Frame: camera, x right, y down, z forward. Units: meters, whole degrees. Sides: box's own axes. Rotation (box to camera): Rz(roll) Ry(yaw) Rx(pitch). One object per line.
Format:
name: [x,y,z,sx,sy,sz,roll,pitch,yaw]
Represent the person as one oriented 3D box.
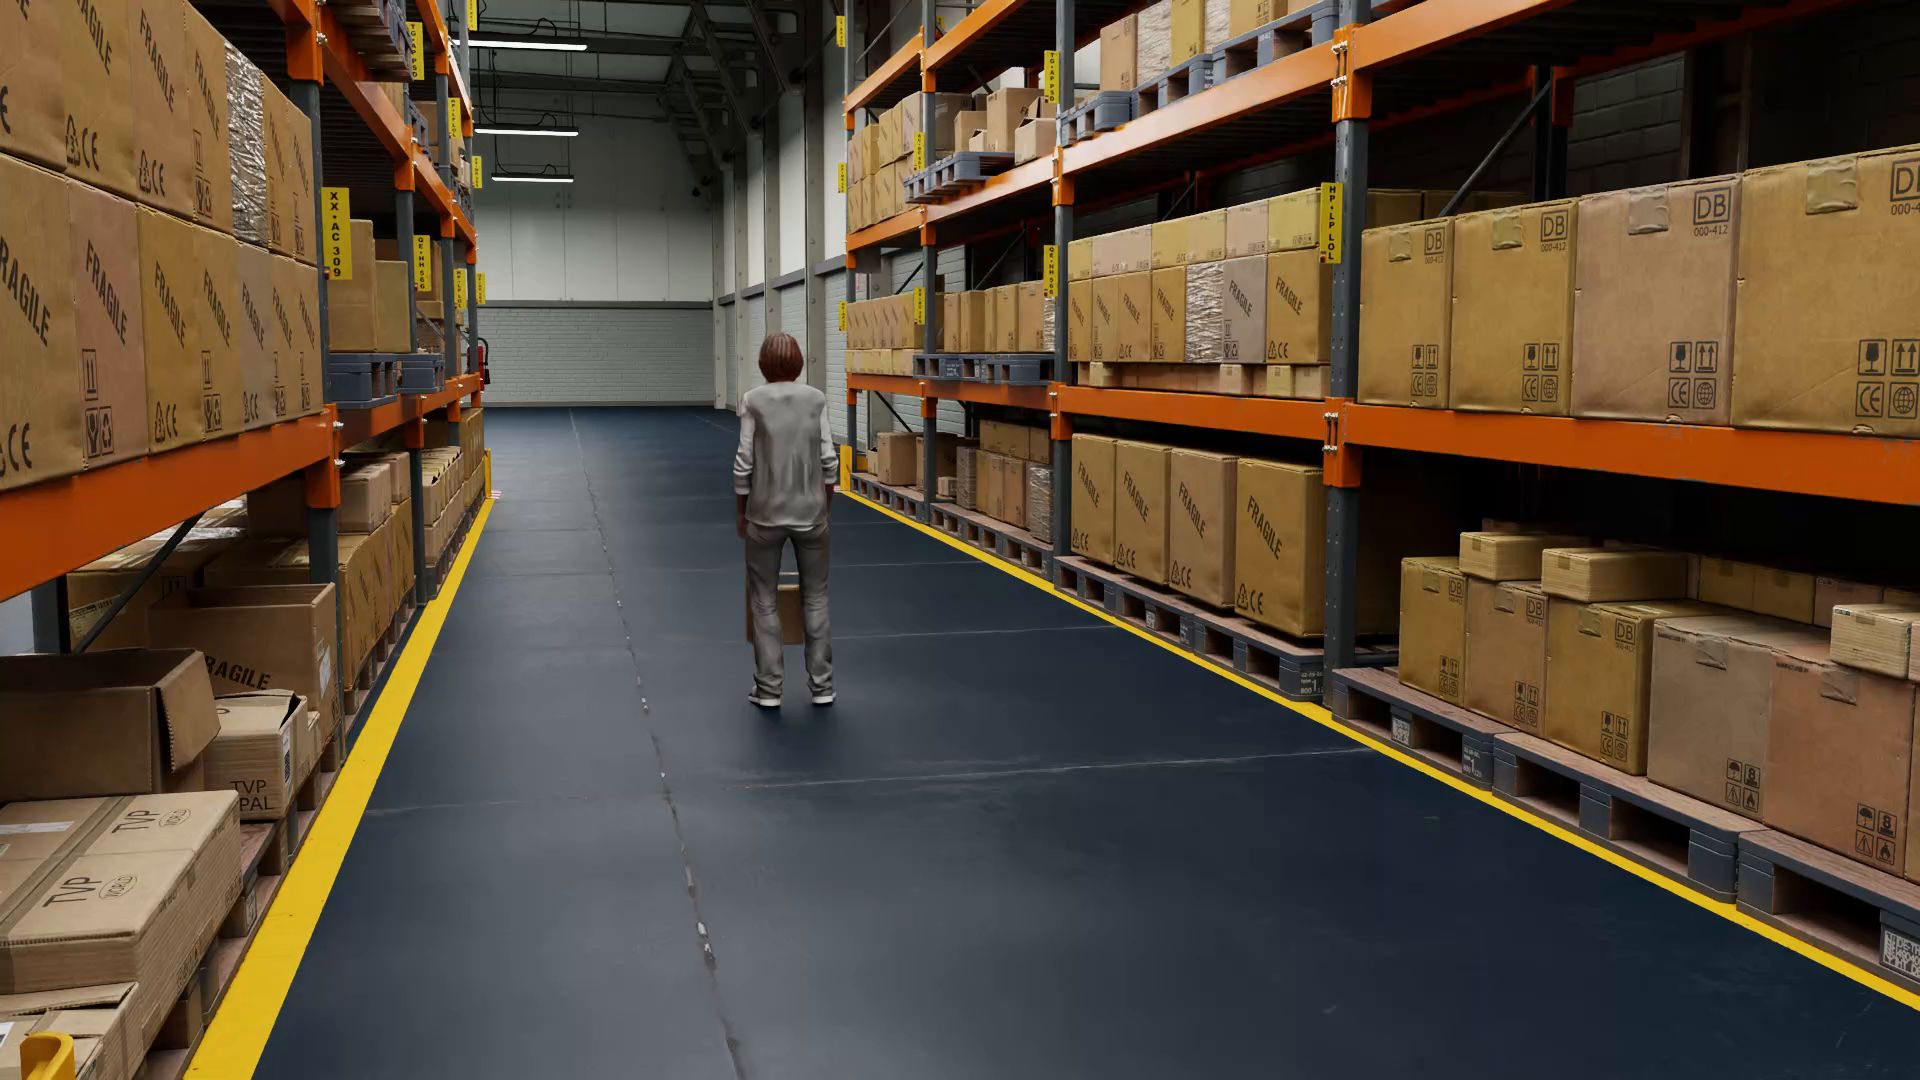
person: [-0.742,-0.083,7.106,0.455,1.596,0.343,-2,7,-15]
